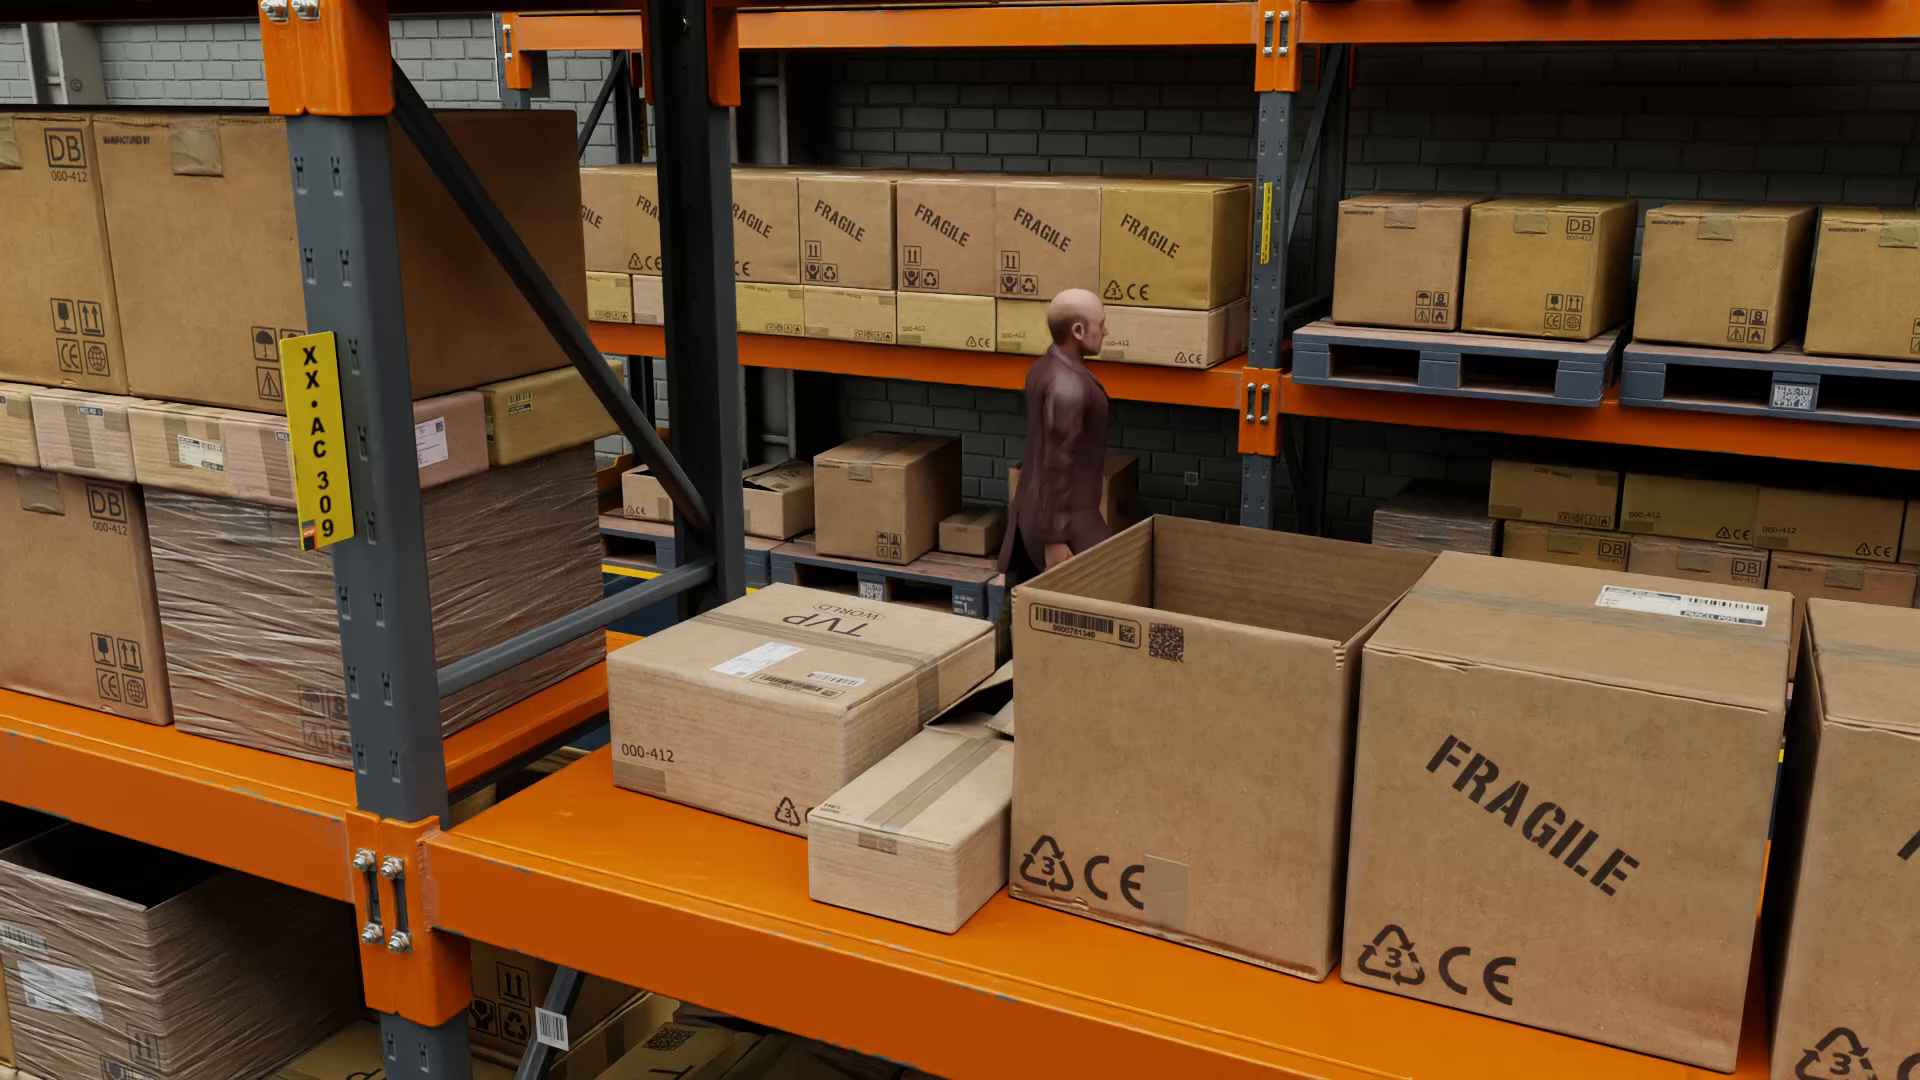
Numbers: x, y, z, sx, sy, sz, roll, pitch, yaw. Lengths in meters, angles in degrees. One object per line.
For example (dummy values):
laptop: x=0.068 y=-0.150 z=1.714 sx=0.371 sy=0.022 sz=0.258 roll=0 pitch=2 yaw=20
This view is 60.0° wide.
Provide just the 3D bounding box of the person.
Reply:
person: x=0.459 y=-0.065 z=6.238 sx=0.857 sy=1.754 sz=0.616 roll=-4 pitch=16 yaw=-12
